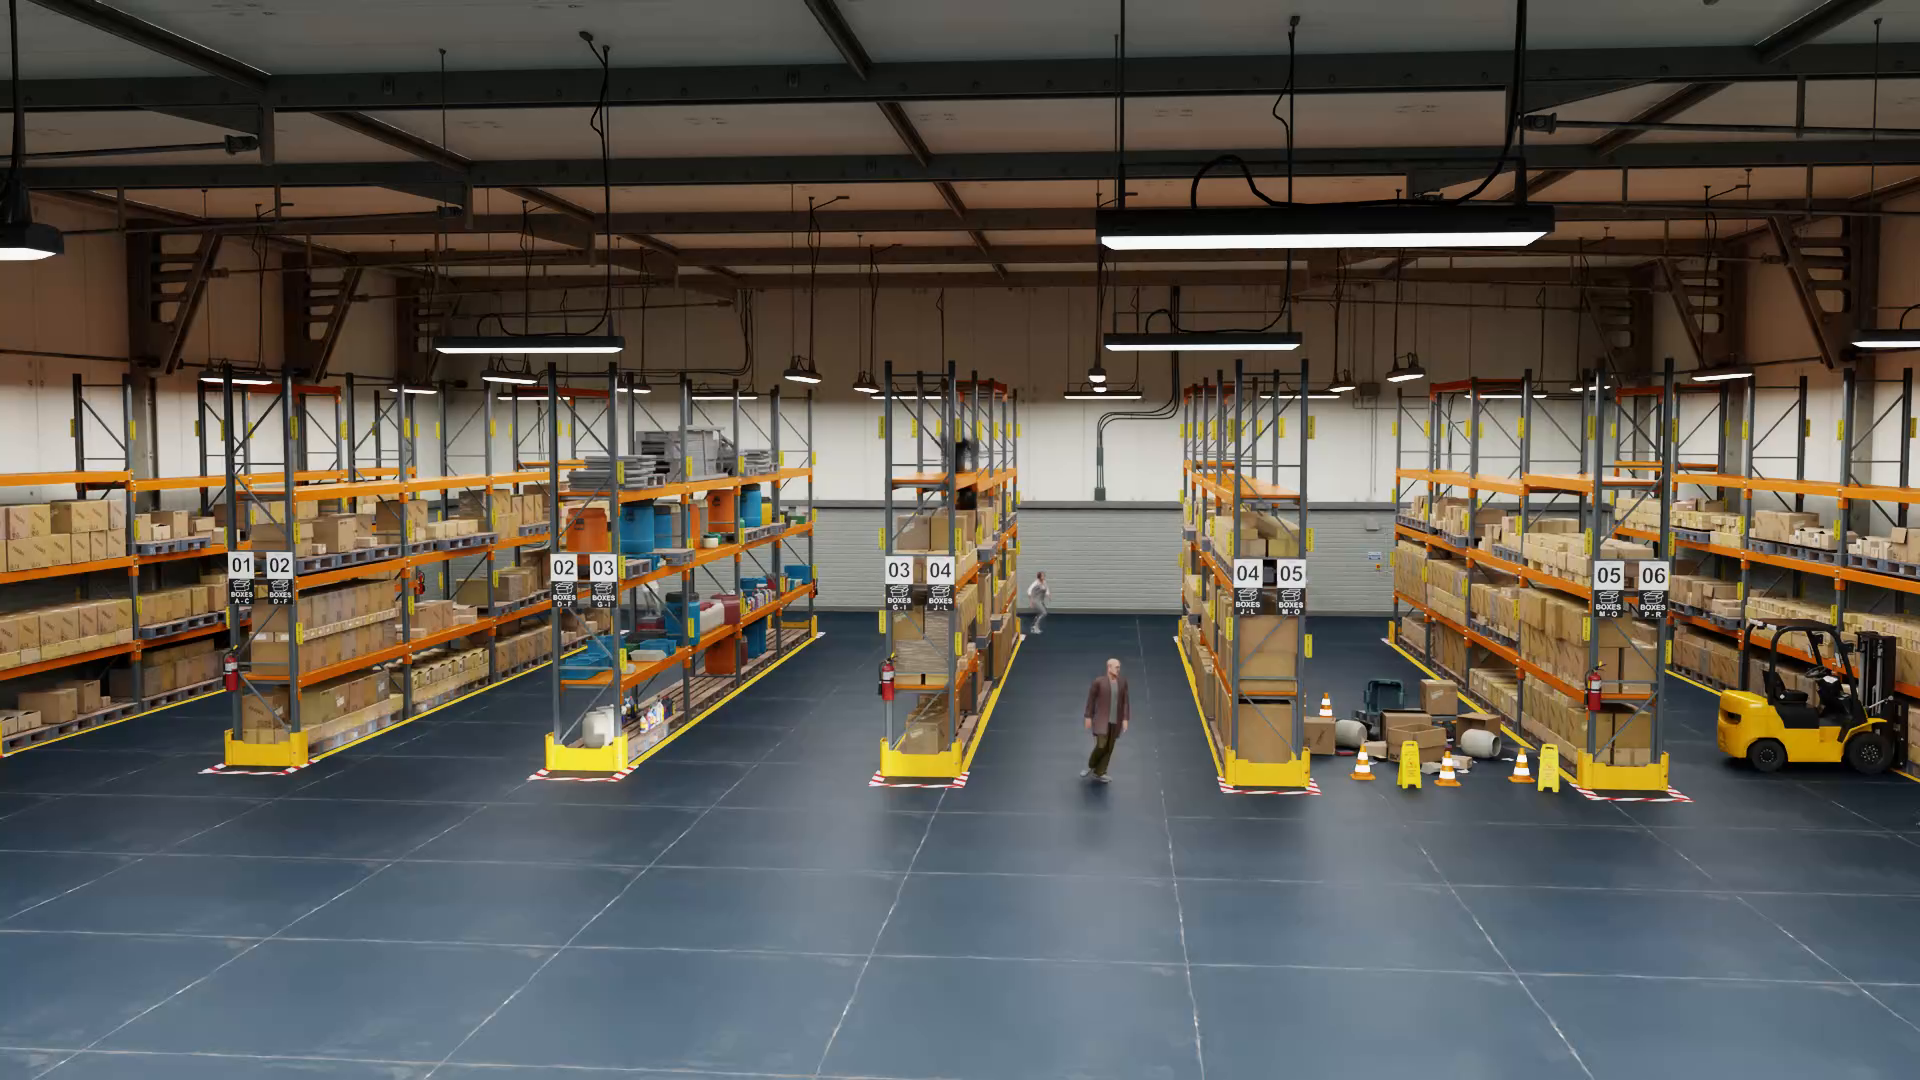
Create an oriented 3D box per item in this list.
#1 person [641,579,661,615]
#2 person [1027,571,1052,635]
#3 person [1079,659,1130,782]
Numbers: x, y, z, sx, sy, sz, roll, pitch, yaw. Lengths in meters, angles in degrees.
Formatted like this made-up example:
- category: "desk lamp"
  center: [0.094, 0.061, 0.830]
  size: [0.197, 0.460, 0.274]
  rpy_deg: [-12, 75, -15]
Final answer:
- category: "person"
  center: [-8.088, 1.291, 43.081]
  size: [0.686, 1.749, 0.965]
  rpy_deg: [-2, 4, -26]
- category: "person"
  center: [1.937, 1.545, 40.795]
  size: [0.614, 1.577, 0.598]
  rpy_deg: [2, 4, 31]
- category: "person"
  center: [2.069, 2.556, 23.581]
  size: [0.692, 1.759, 0.543]
  rpy_deg: [-2, 4, -25]
